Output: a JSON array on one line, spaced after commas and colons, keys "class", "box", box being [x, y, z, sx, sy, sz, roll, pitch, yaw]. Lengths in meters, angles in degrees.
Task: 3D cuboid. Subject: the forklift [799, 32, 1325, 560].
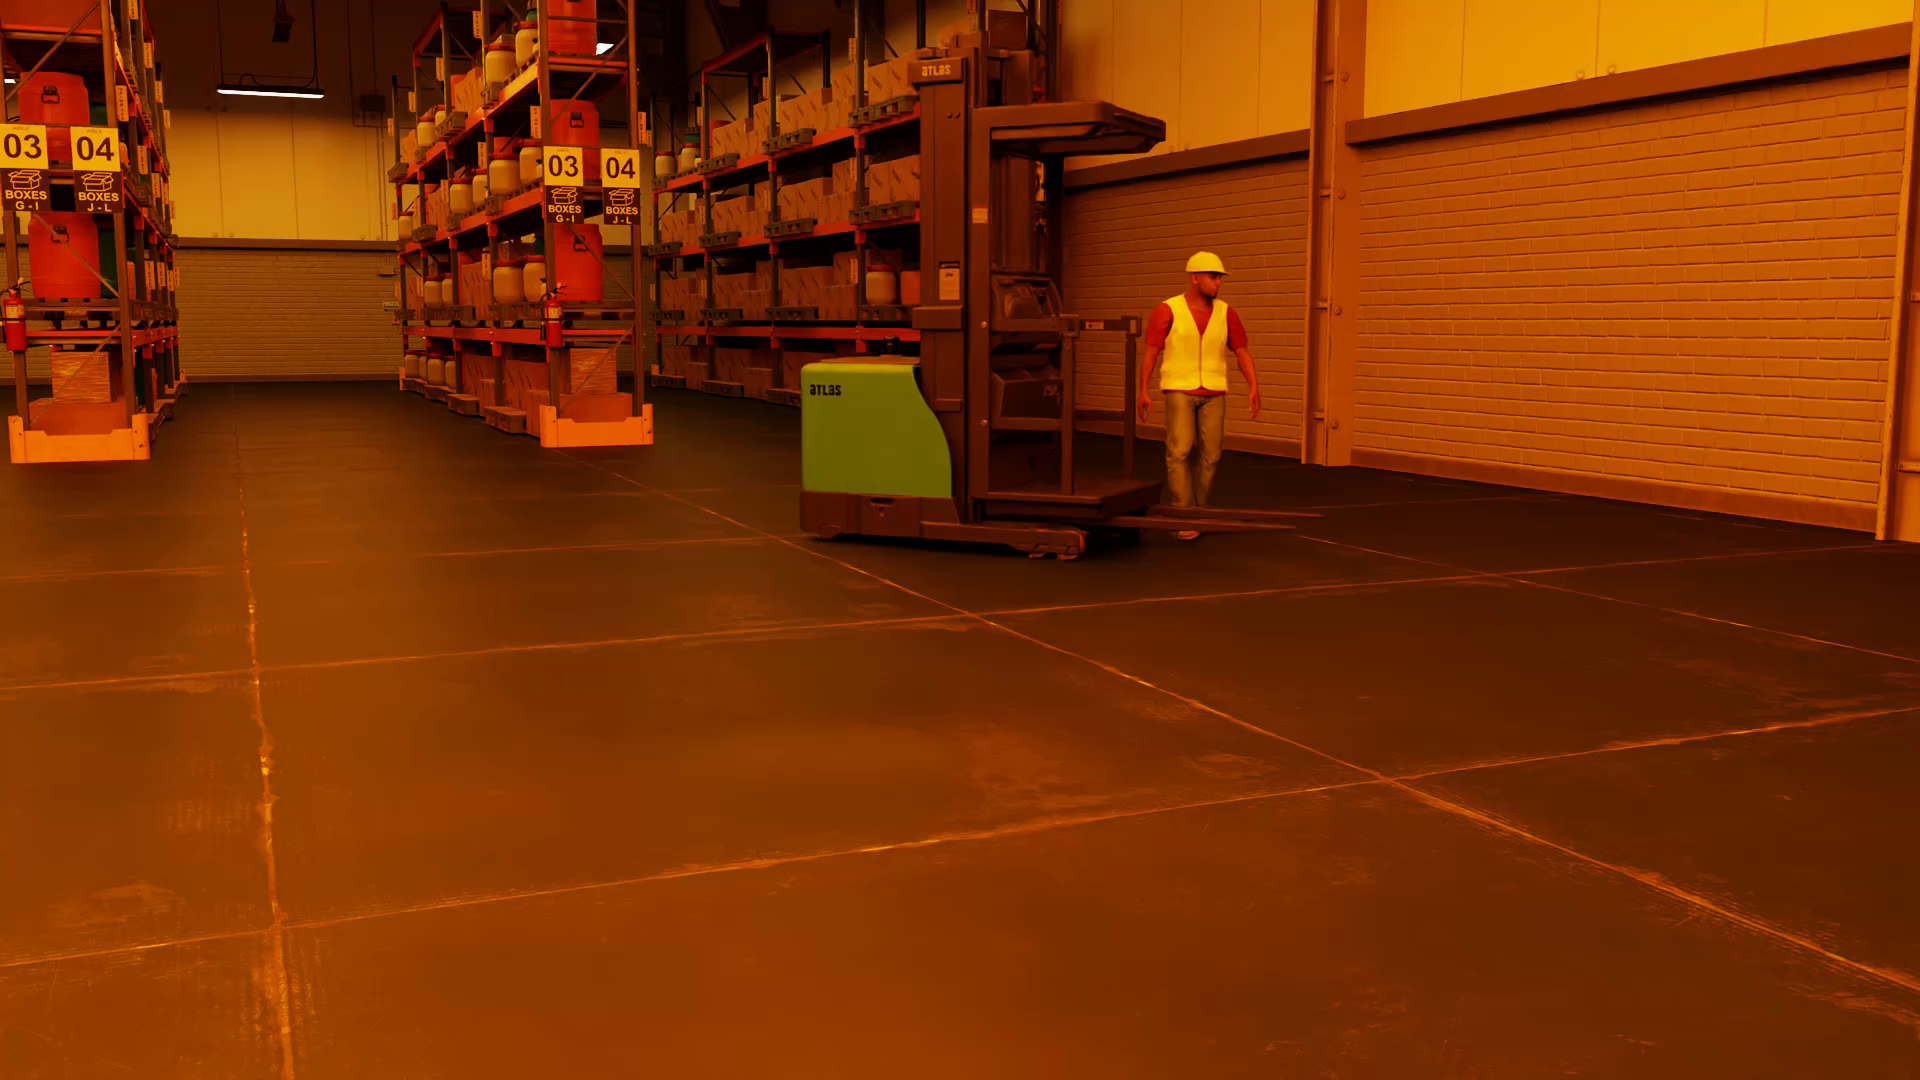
[{"class": "forklift", "box": [0.579, -1.419, 9.704, 3.031, 2.935, 1.130, 4, 8, 26]}]

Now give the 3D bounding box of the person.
[{"class": "person", "box": [1.497, -0.895, 10.257, 0.744, 1.753, 0.649, -1, 8, -10]}]
